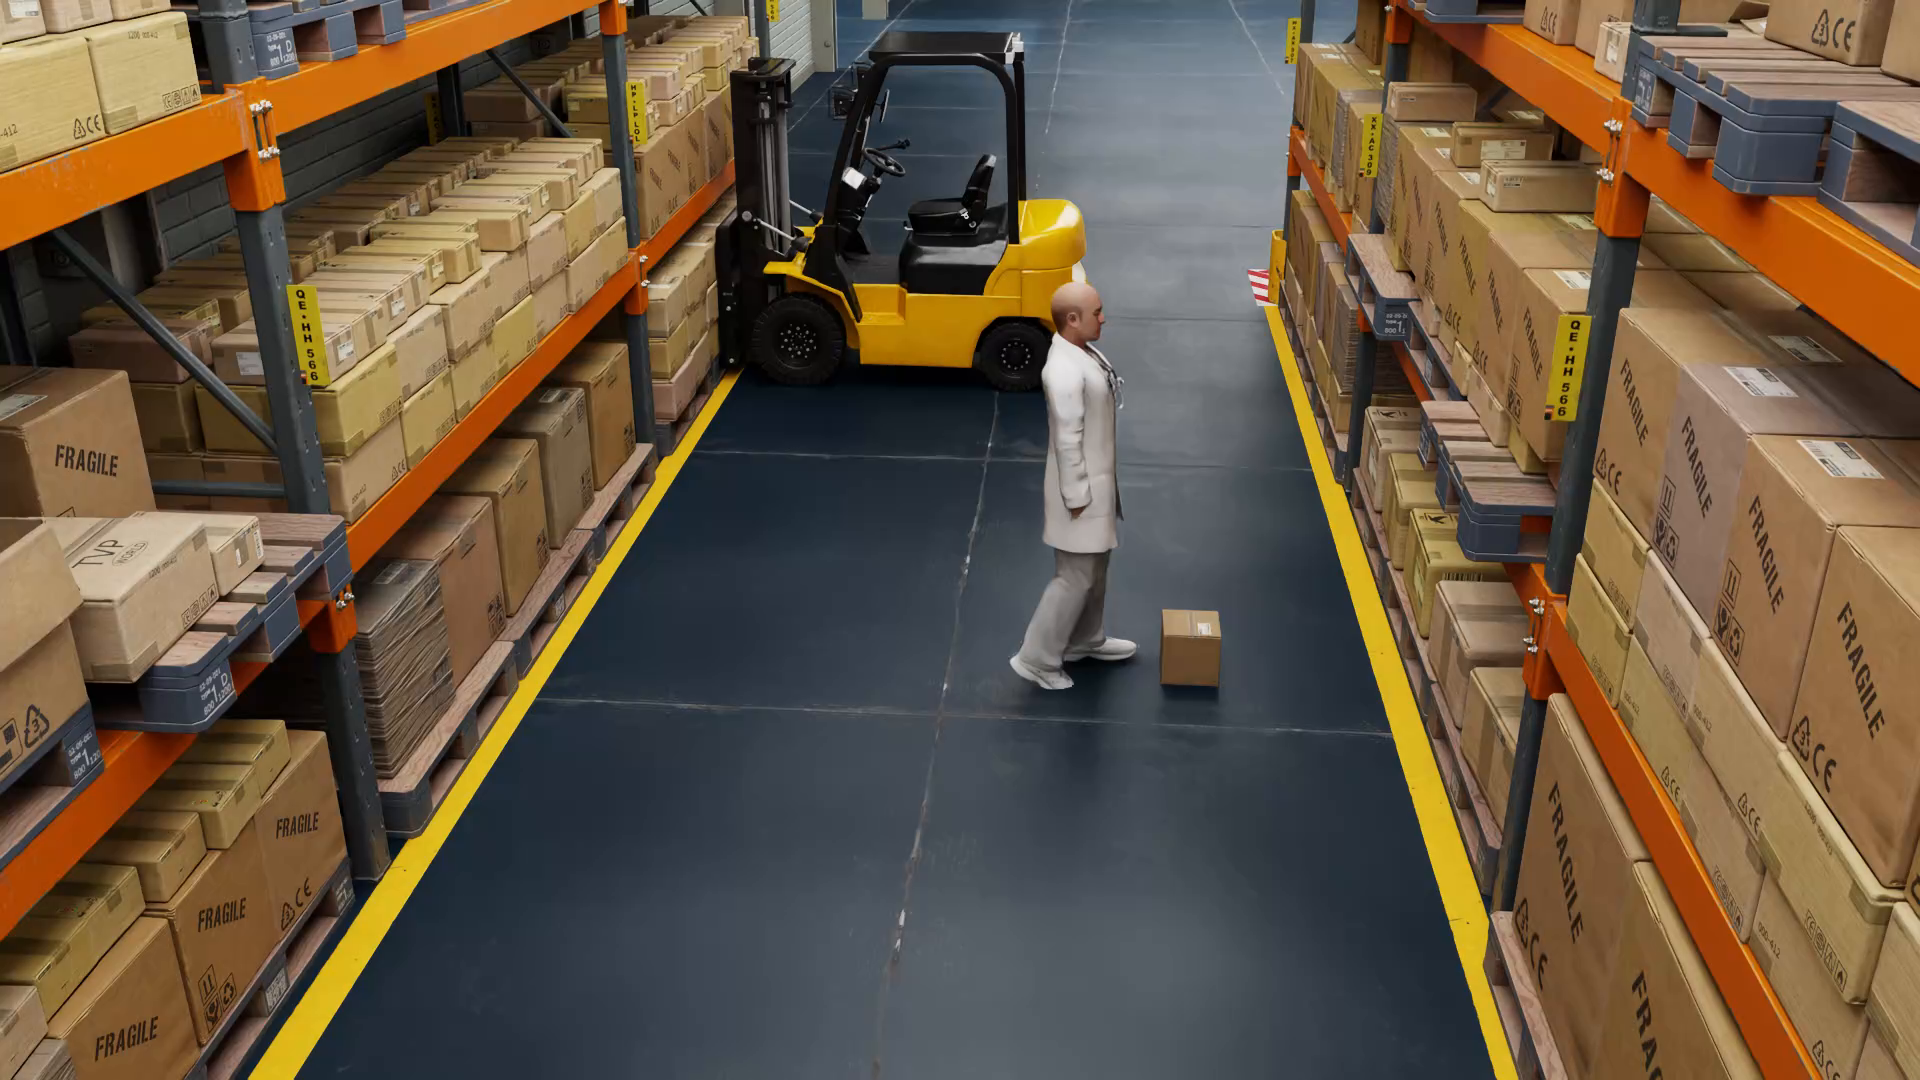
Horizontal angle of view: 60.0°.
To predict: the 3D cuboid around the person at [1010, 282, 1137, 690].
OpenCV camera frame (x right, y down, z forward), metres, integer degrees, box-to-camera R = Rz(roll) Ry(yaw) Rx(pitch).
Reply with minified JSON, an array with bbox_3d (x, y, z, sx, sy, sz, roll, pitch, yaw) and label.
[{"bbox_3d":[0.515,-0.196,7.170,0.562,1.867,0.577,2,24,5],"label":"person"}]
